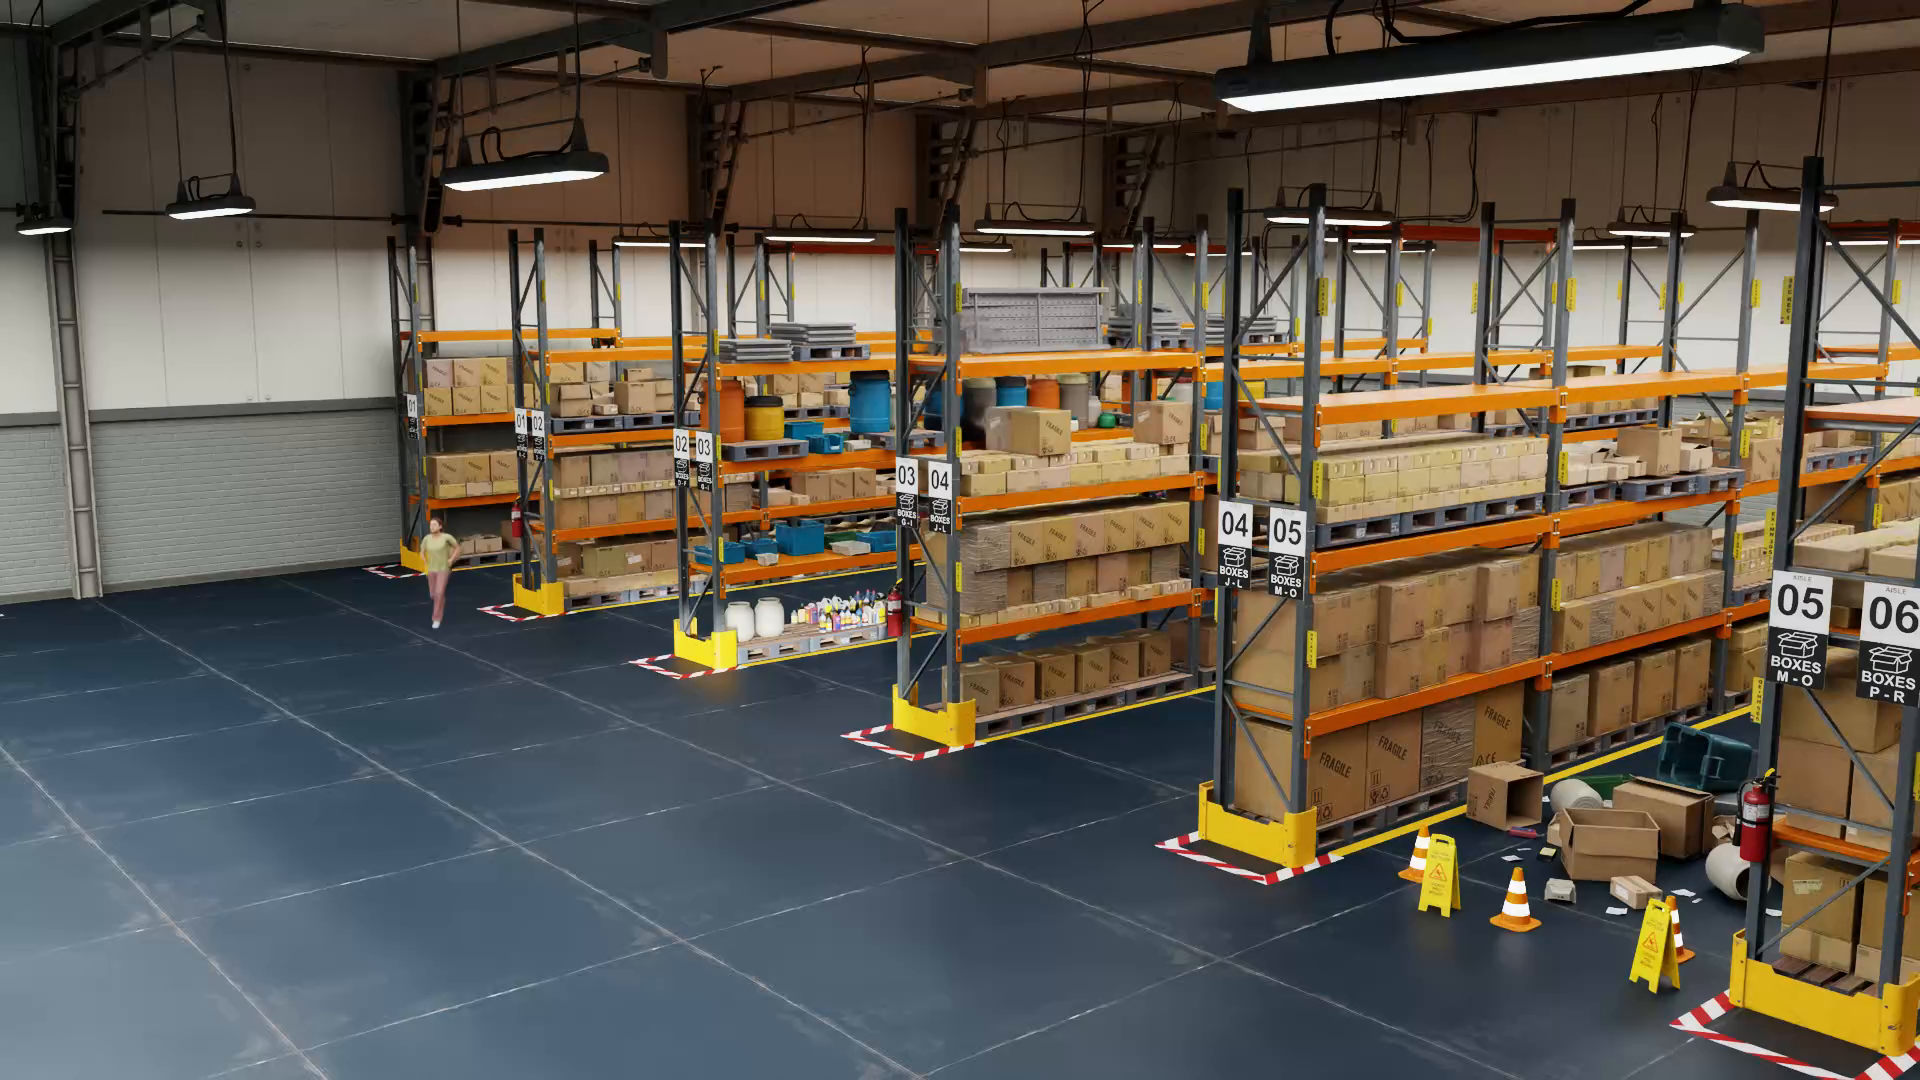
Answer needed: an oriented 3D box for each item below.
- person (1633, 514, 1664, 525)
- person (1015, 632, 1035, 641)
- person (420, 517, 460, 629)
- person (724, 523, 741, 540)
[{"bbox_3d":[10.811,0.339,26.063,0.861,1.805,0.643,-8,12,-43],"label":"person"},{"bbox_3d":[0.842,0.557,22.838,0.681,1.688,0.463,6,11,36],"label":"person"},{"bbox_3d":[-7.935,0.470,25.398,0.587,1.664,0.839,0,9,0],"label":"person"},{"bbox_3d":[-4.338,-0.430,31.481,0.553,1.567,0.534,7,11,39],"label":"person"}]
